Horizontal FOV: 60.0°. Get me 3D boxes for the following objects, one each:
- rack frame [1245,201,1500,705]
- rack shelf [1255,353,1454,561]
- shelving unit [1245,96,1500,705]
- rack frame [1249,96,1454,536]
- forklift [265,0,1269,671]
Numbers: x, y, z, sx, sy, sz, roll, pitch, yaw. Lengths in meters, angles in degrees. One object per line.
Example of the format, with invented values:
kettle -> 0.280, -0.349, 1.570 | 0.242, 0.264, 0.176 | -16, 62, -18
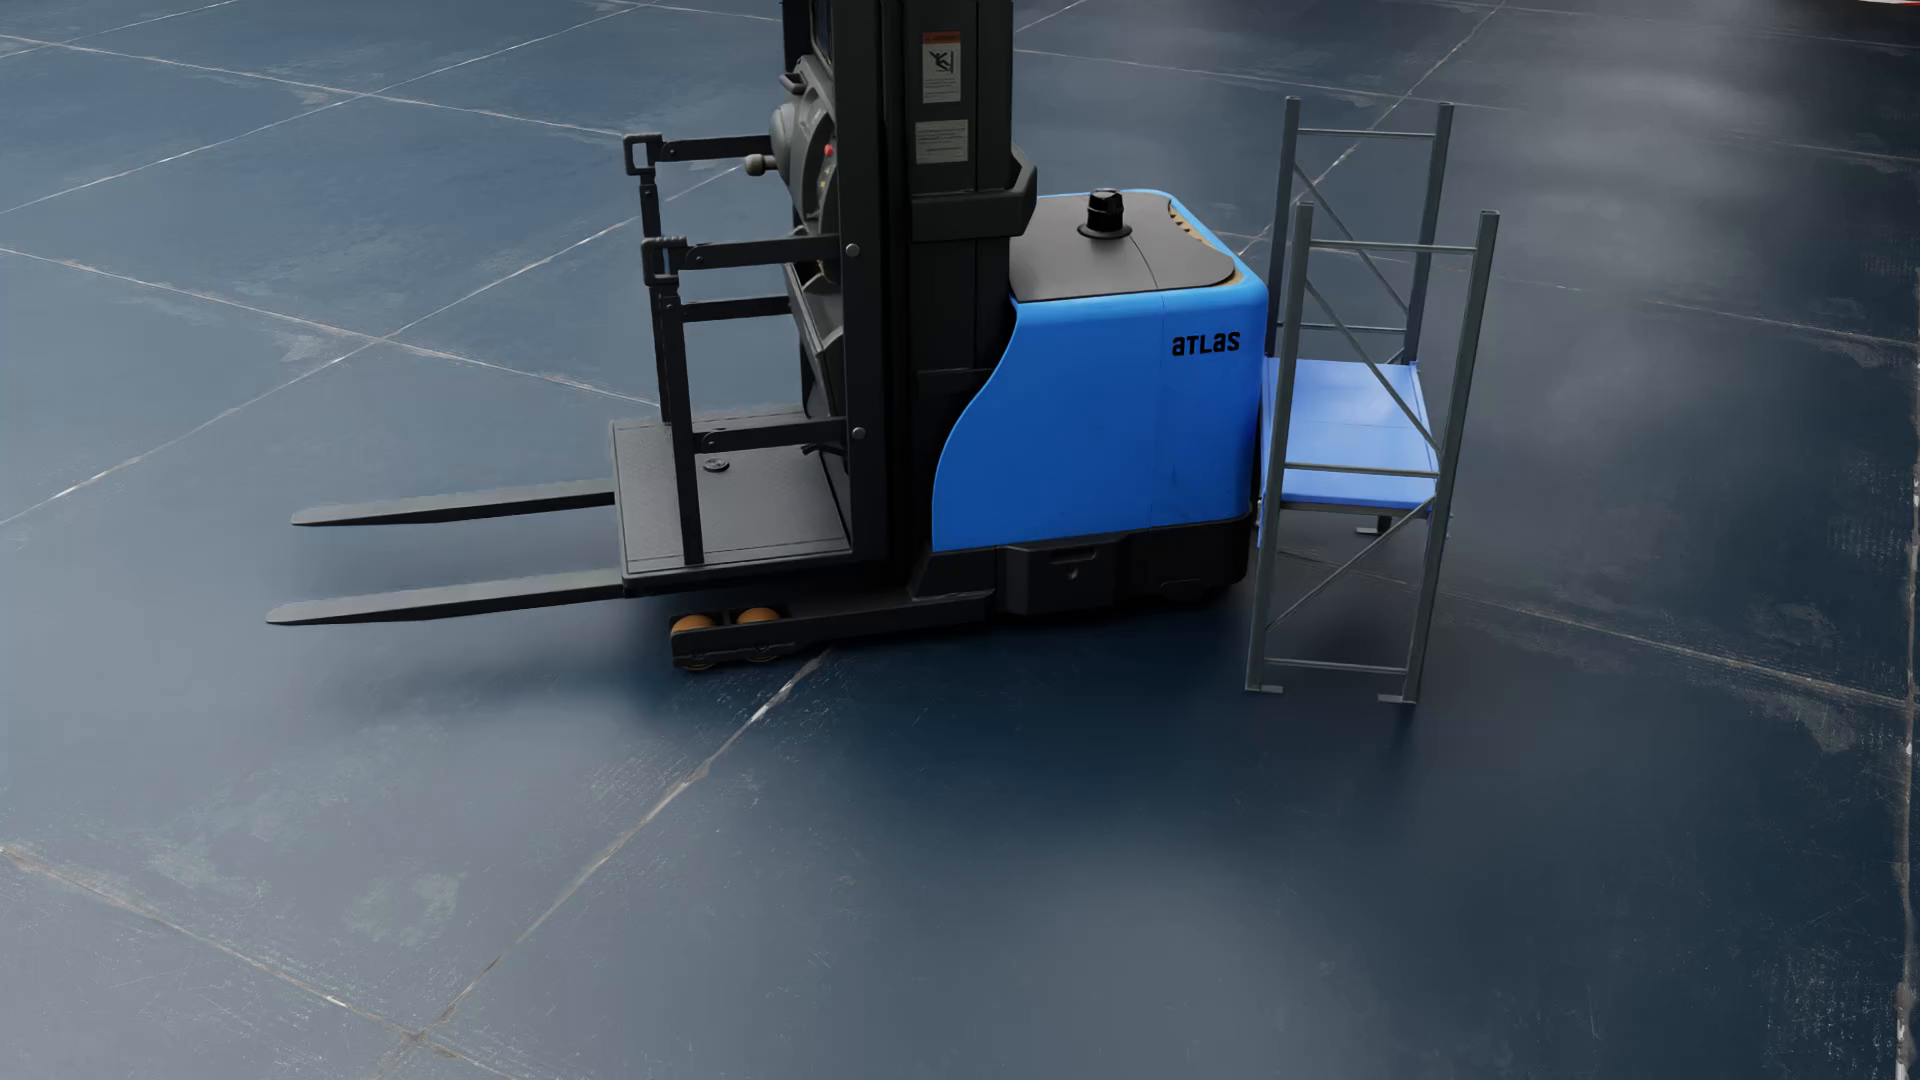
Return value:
rack frame -> 1.102, -0.189, 4.572 | 0.500, 1.500, 0.032 | 4, 30, 7
rack shelf -> 1.175, -0.283, 5.098 | 0.538, 0.185, 1.000 | 4, 30, 7
shelving unit -> 1.175, -0.439, 5.008 | 0.538, 1.500, 1.048 | 4, 30, 7
rack frame -> 1.248, -0.690, 5.444 | 0.500, 1.500, 0.032 | 4, 30, 7
forklift -> -0.636, -1.163, 4.831 | 3.031, 2.935, 1.130 | -6, 30, -11
